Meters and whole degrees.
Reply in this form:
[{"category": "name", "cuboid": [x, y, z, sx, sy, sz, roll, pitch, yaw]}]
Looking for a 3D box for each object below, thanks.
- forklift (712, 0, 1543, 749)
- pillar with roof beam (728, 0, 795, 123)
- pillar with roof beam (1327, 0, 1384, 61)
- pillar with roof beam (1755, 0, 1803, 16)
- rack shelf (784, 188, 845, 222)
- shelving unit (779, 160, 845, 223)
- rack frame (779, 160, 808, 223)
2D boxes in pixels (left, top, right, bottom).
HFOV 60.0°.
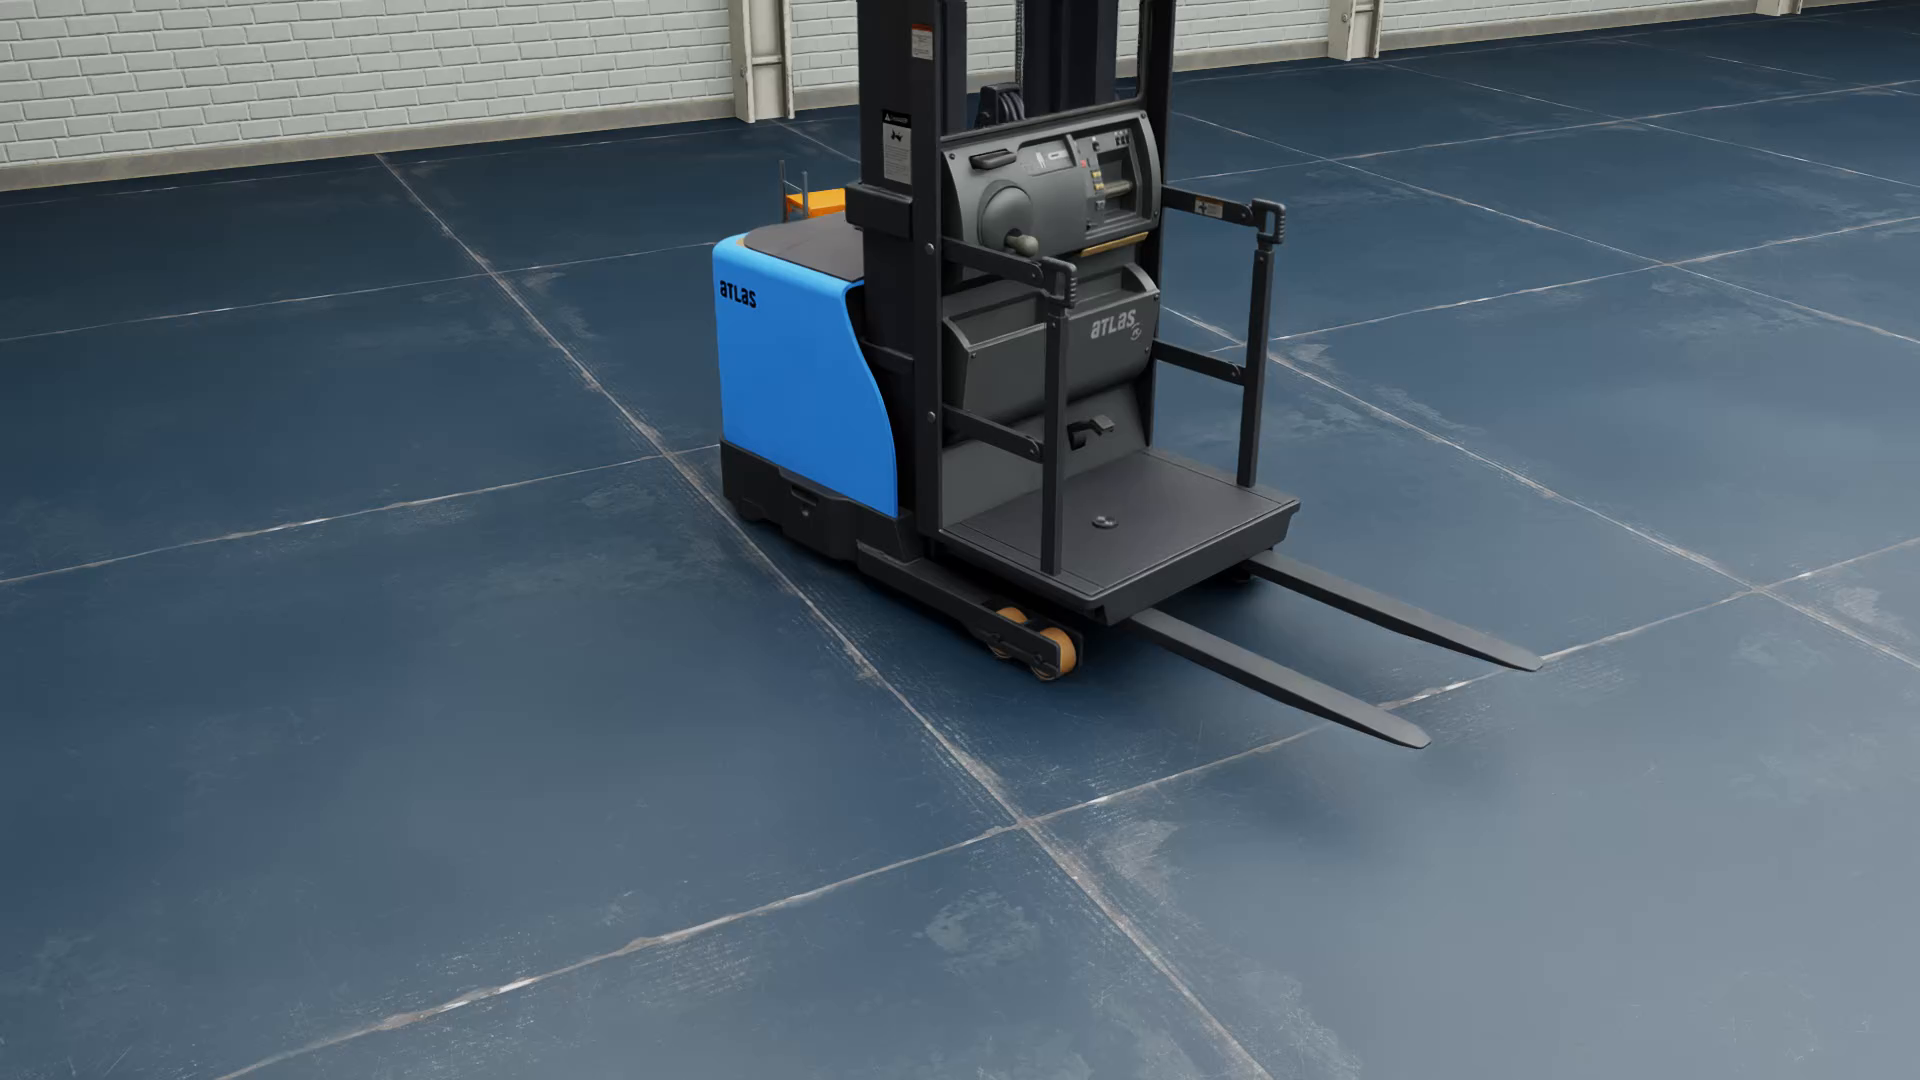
[{"category": "forklift", "cuboid": [0.459, -1.125, 5.207, 1.130, 2.935, 3.031, -22, 34, -38]}, {"category": "pillar with roof beam", "cuboid": [0.464, -5.793, 7.919, 0.400, 9.000, 9.100, -13, 29, -25]}, {"category": "pillar with roof beam", "cuboid": [5.759, -7.015, 10.464, 0.400, 9.000, 9.100, -13, 29, -25]}, {"category": "pillar with roof beam", "cuboid": [11.053, -8.237, 13.009, 0.400, 9.000, 9.100, -13, 29, -25]}, {"category": "rack shelf", "cuboid": [-0.443, -1.332, 6.730, 0.480, 0.148, 0.258, -13, 29, -26]}, {"category": "shelving unit", "cuboid": [-0.443, -0.978, 6.900, 0.503, 1.200, 0.258, -13, 29, -26]}, {"category": "rack frame", "cuboid": [-0.657, -0.927, 6.794, 0.015, 1.200, 0.240, -13, 29, -26]}]
